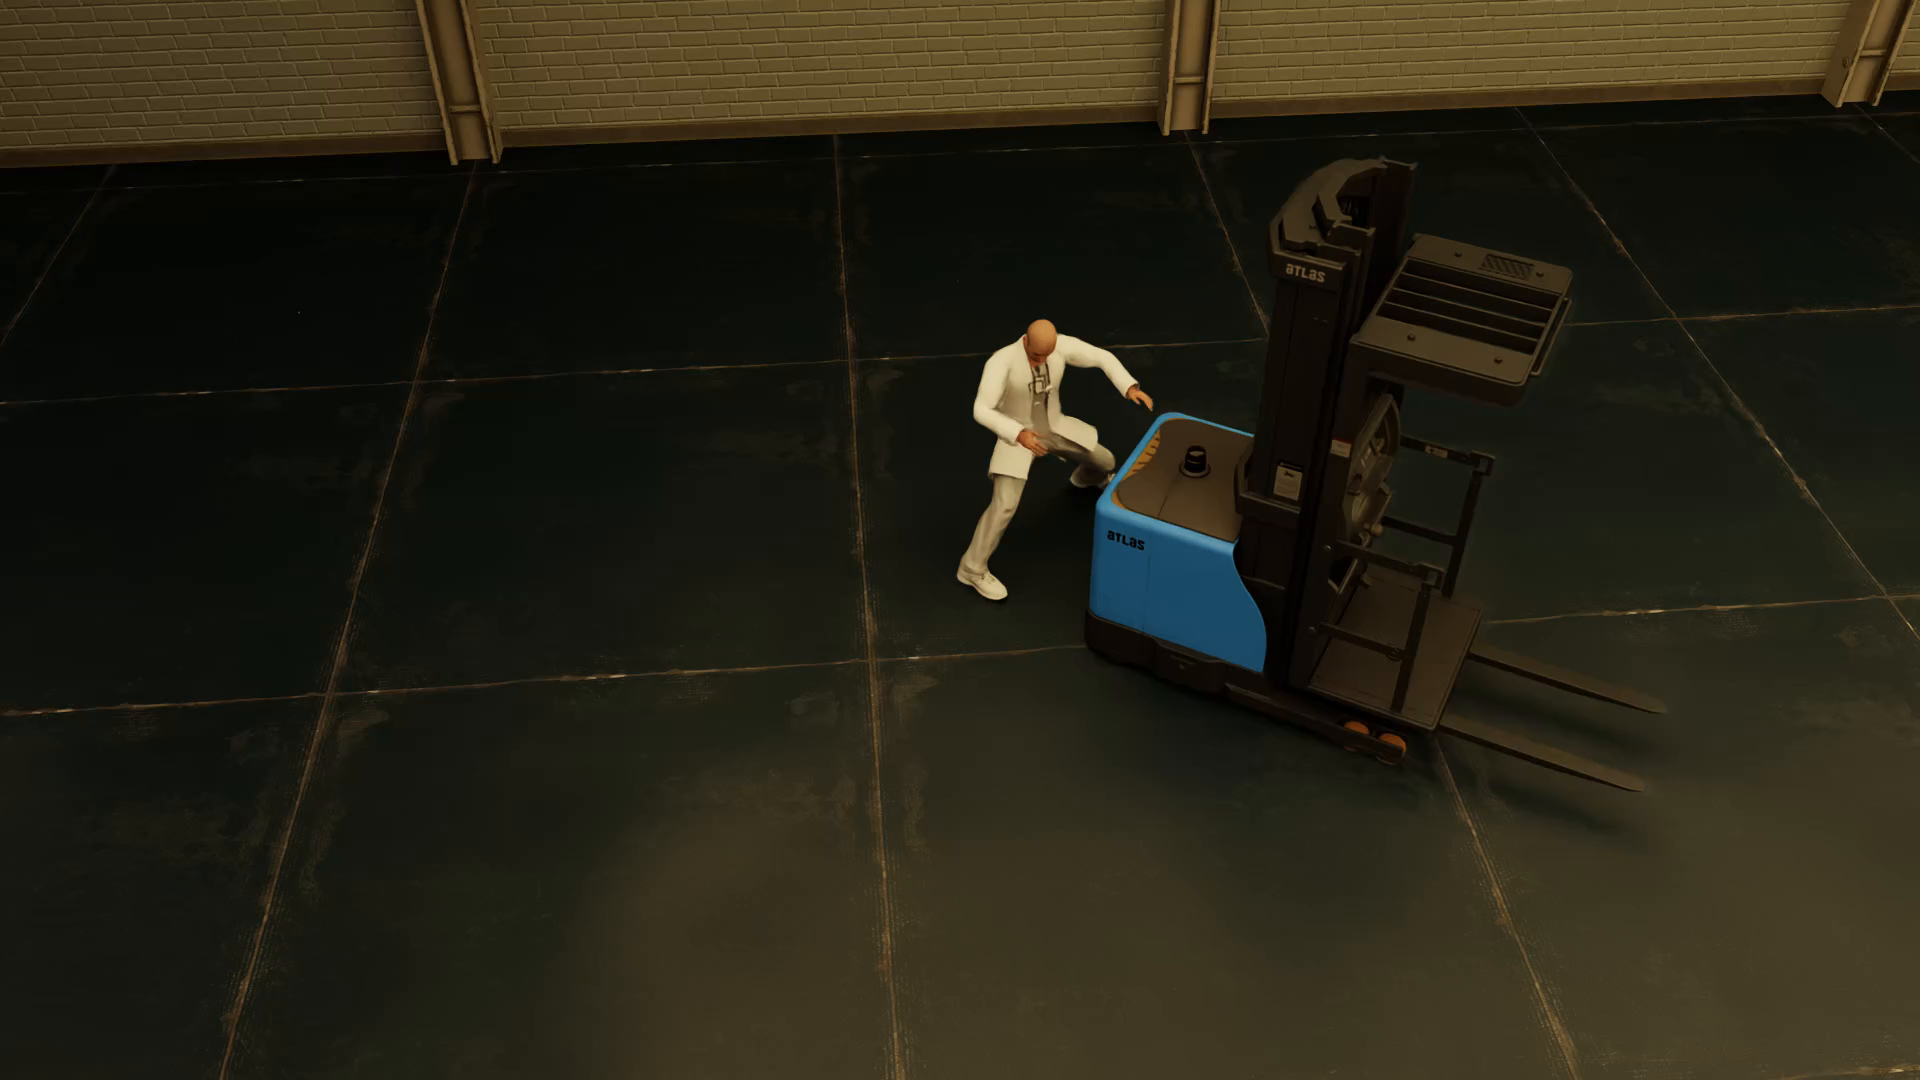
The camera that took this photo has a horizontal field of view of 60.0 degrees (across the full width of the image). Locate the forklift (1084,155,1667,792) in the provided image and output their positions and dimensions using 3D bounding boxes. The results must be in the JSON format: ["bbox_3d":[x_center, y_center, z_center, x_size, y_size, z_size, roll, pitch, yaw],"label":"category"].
[{"bbox_3d":[2.252,-0.323,8.316,3.031,2.935,1.130,19,44,21],"label":"forklift"}]

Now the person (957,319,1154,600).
[{"bbox_3d":[0.559,-0.589,9.689,1.353,1.549,0.756,-18,44,-20],"label":"person"}]
